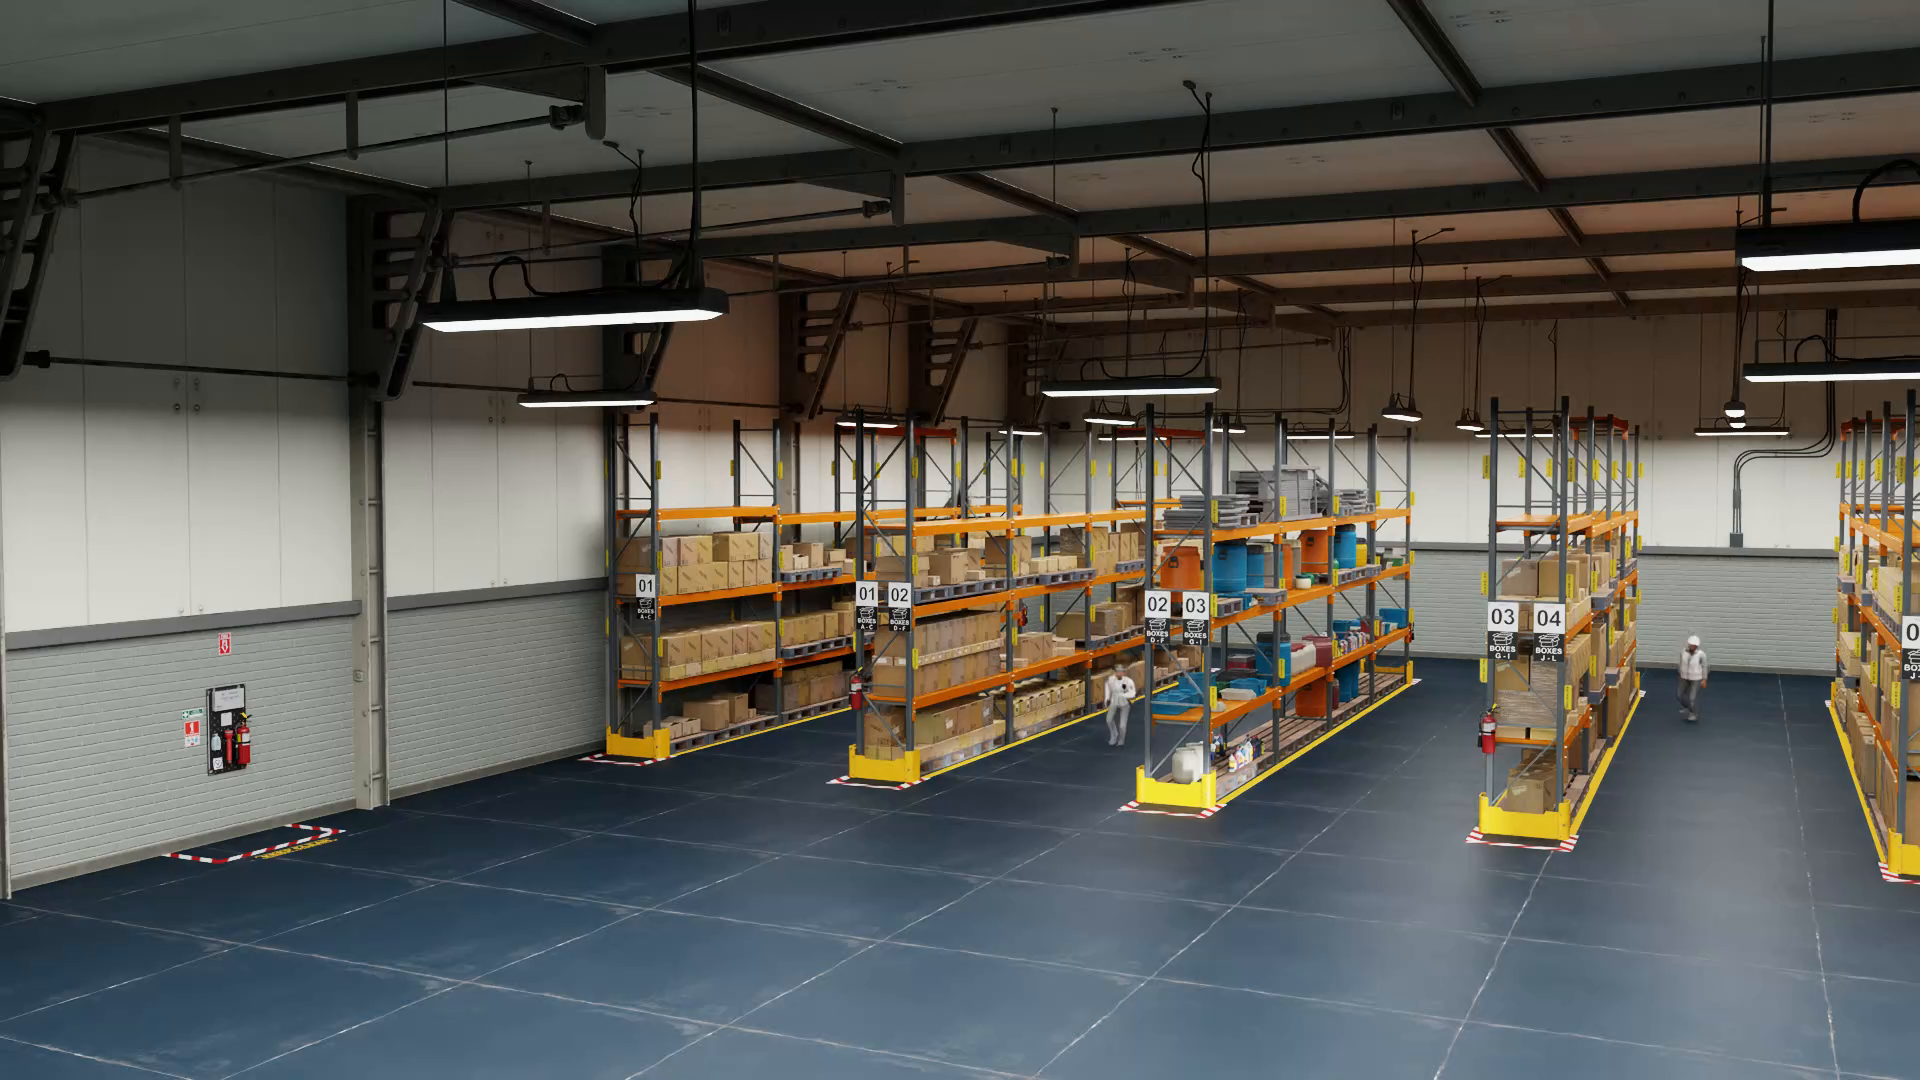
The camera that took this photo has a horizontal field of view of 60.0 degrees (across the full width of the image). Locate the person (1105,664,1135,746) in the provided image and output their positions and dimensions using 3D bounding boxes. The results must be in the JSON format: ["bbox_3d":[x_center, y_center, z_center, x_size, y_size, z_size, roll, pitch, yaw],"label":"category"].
[{"bbox_3d":[2.889,2.977,30.032,0.610,1.516,0.849,1,2,16],"label":"person"}]

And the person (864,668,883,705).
[{"bbox_3d":[-1.498,3.008,30.349,0.598,1.415,0.973,2,3,44],"label":"person"}]

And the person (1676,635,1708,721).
[{"bbox_3d":[14.583,2.744,33.141,0.628,1.722,0.699,-2,3,-42],"label":"person"}]
